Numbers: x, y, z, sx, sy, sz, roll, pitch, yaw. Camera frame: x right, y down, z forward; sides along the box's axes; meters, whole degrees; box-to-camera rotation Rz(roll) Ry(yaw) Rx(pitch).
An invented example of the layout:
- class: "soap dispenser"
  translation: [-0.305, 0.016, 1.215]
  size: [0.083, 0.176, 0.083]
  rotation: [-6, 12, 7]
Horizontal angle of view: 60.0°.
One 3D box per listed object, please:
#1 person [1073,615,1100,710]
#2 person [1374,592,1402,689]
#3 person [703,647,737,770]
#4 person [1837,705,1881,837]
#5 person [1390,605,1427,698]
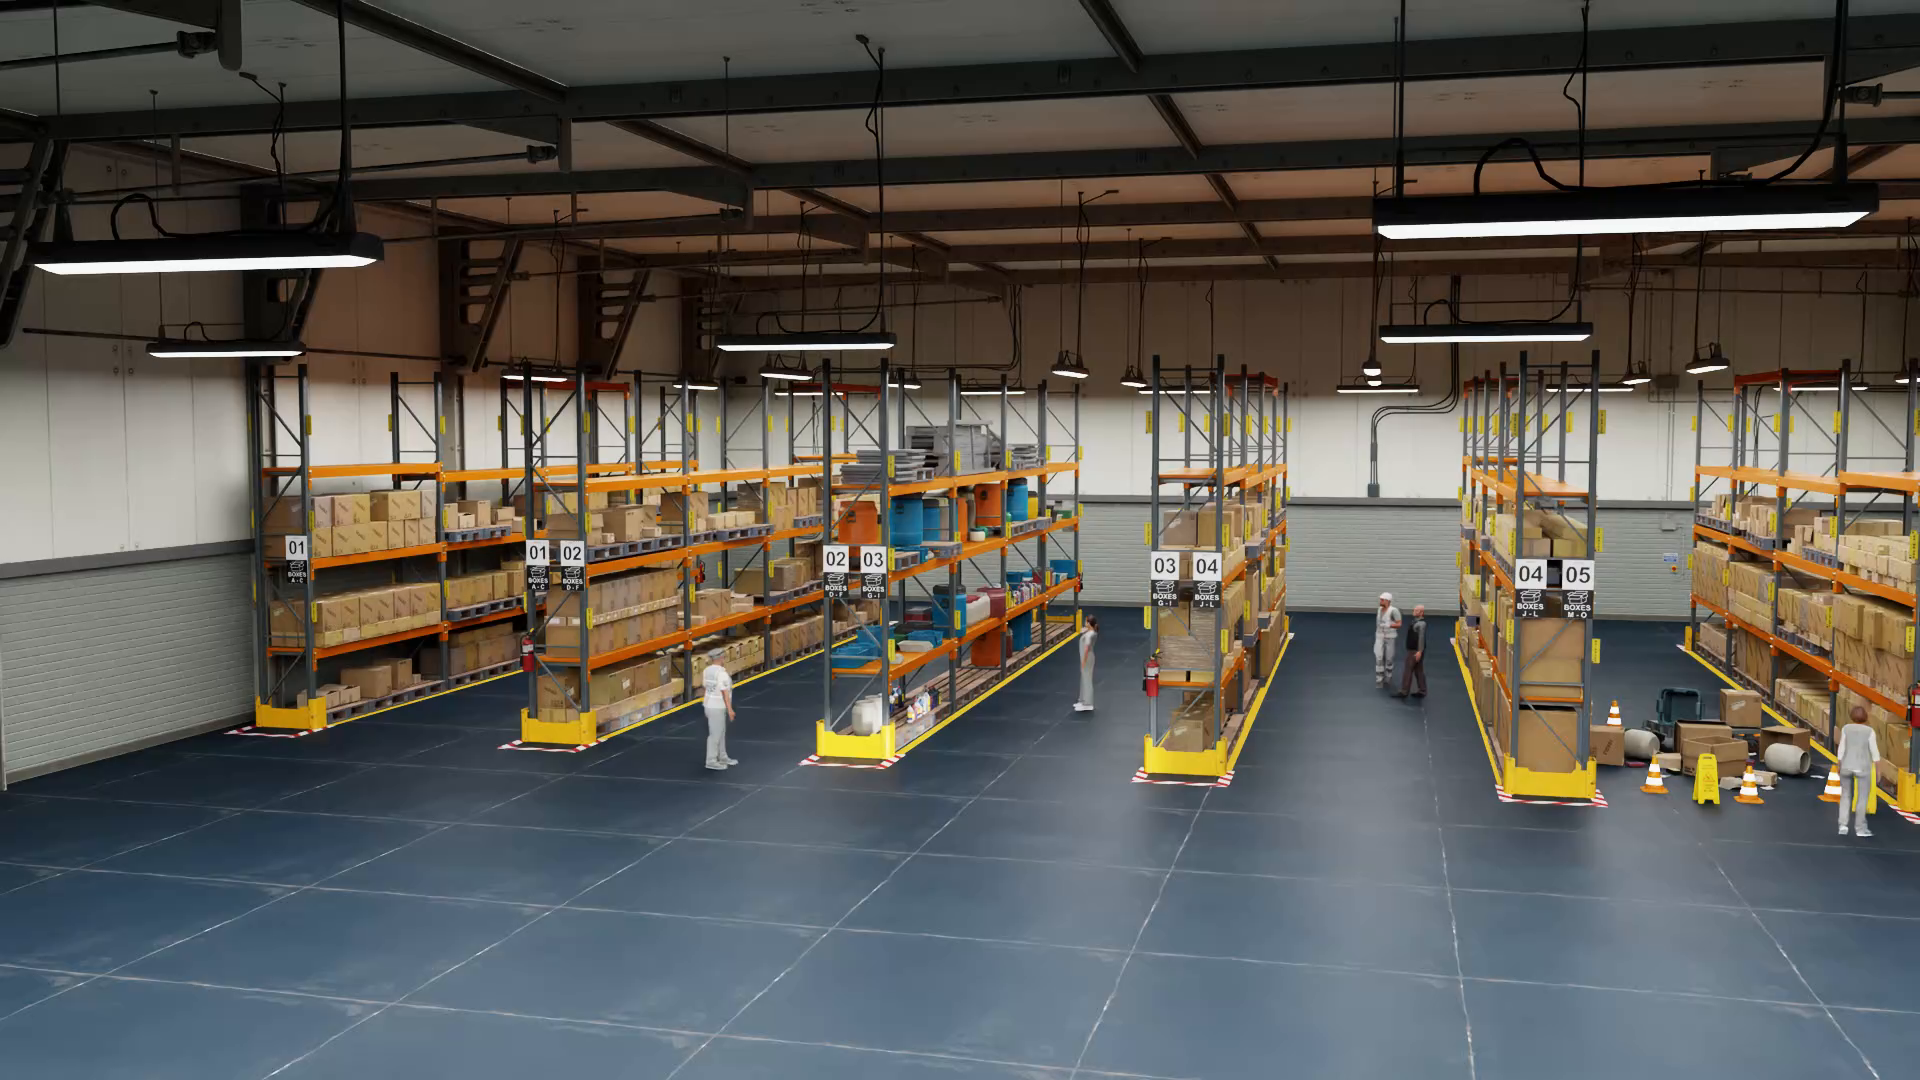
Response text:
- class: "person"
  translation: [2.226, 2.146, 29.319]
  size: [0.462, 1.663, 0.535]
  rotation: [0, 4, 1]
- class: "person"
  translation: [8.205, 1.924, 31.843]
  size: [0.514, 1.857, 0.791]
  rotation: [1, 4, 19]
- class: "person"
  translation: [-3.476, 2.456, 24.306]
  size: [0.555, 1.770, 0.634]
  rotation: [-2, 4, -21]
- class: "person"
  translation: [10.941, 2.831, 20.234]
  size: [0.352, 1.649, 0.469]
  rotation: [-4, 5, -43]
- class: "person"
  translation: [8.257, 2.039, 30.536]
  size: [0.643, 1.712, 0.532]
  rotation: [2, 4, 24]
